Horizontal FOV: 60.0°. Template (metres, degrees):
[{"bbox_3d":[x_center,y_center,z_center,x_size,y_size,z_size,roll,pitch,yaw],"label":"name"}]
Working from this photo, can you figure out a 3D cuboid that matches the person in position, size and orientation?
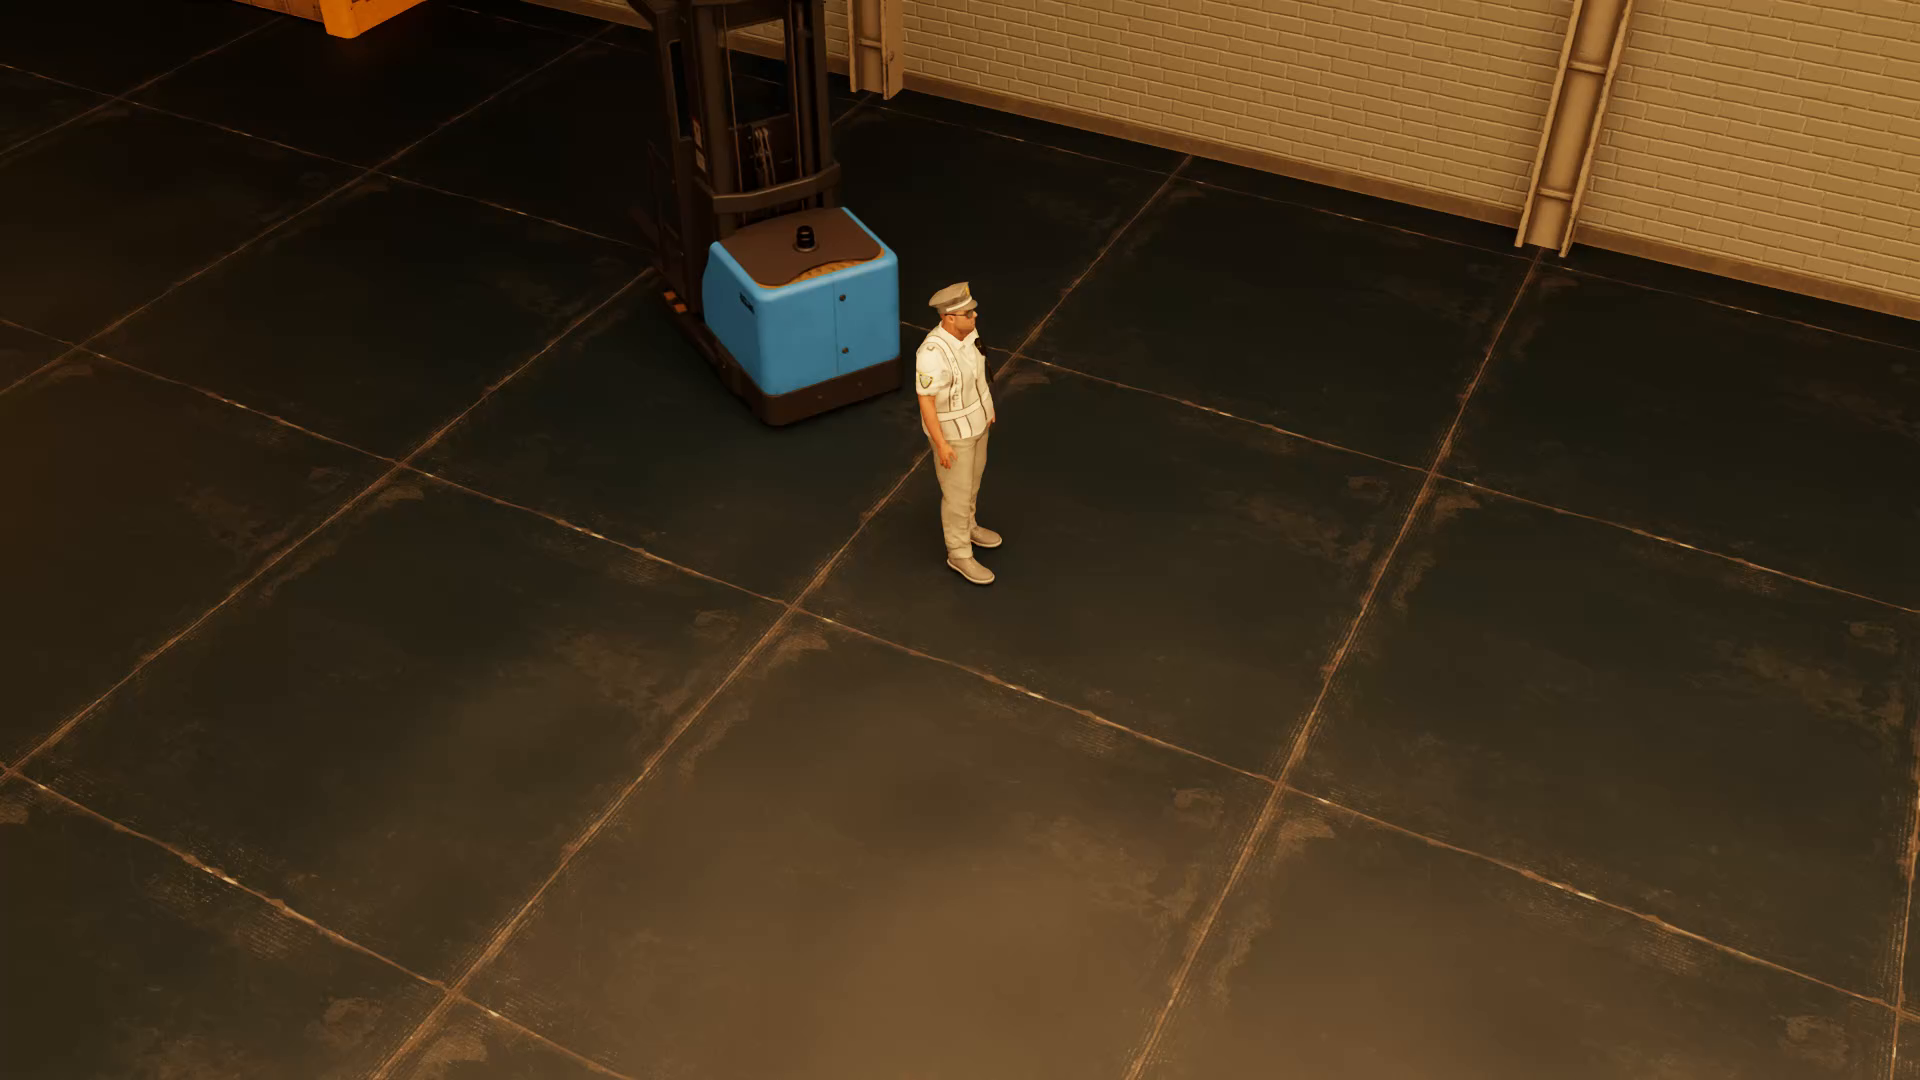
[{"bbox_3d":[0.064,-0.658,9.647,0.574,1.780,0.641,18,43,21],"label":"person"}]

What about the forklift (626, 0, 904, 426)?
[{"bbox_3d":[-1.558,-2.811,11.325,1.130,2.935,3.031,-20,44,-22],"label":"forklift"}]
